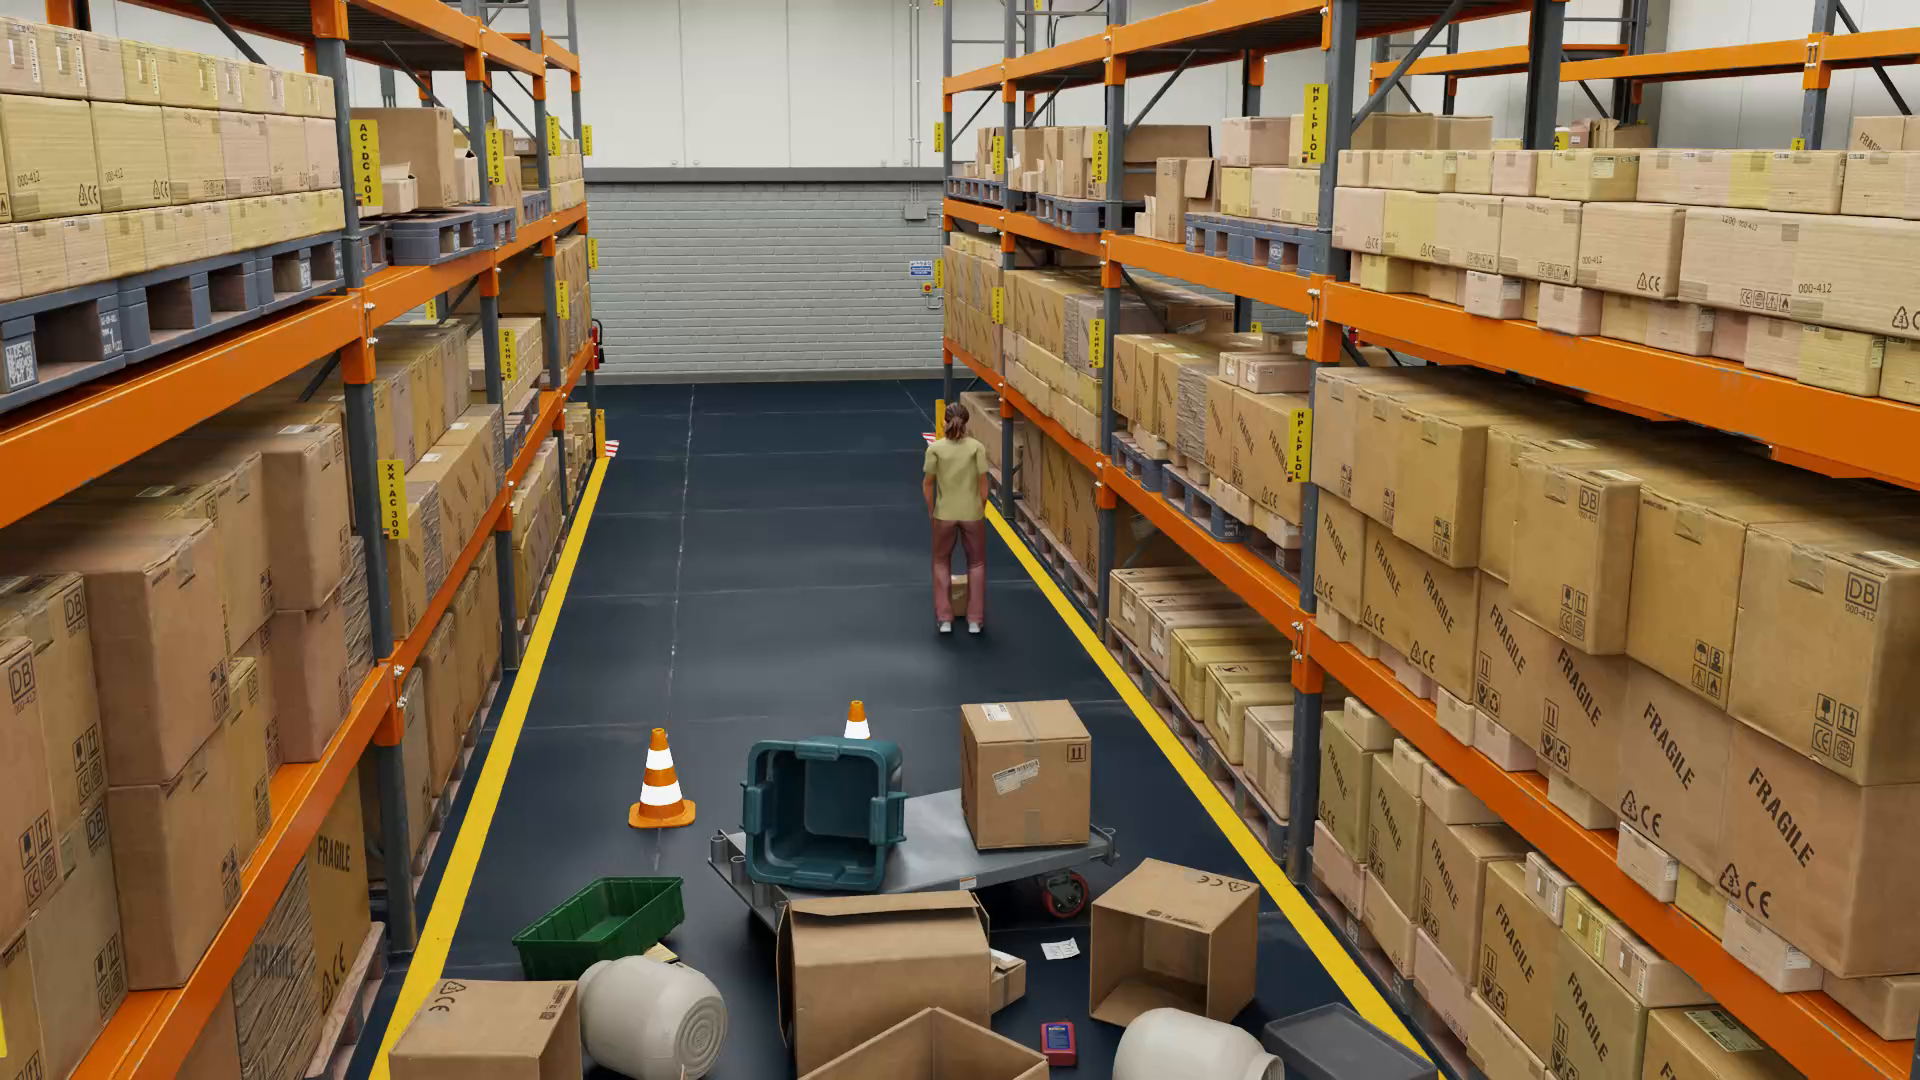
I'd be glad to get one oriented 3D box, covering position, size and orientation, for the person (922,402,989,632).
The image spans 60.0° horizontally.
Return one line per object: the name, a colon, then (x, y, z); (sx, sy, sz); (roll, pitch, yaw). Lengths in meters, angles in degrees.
person: (-0.029, -0.153, 11.767); (0.470, 1.627, 0.388); (1, 13, 3)
